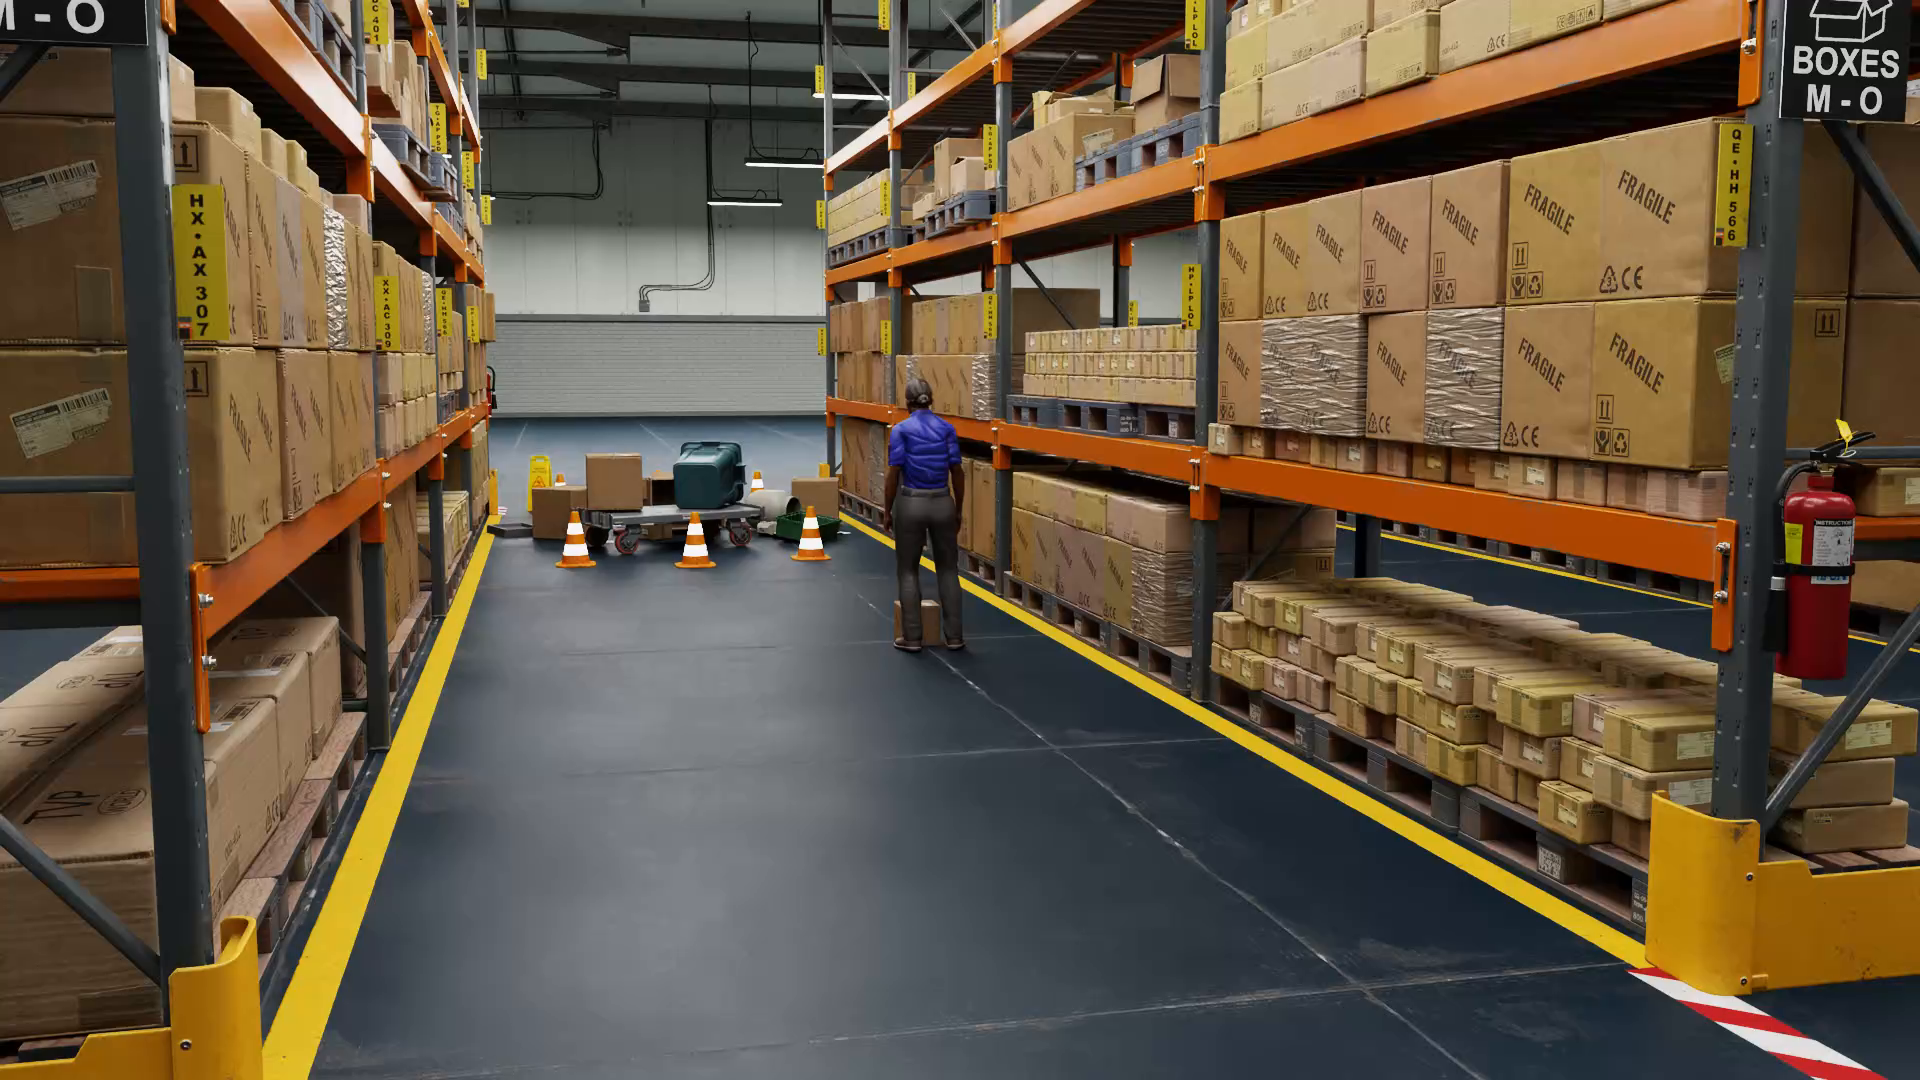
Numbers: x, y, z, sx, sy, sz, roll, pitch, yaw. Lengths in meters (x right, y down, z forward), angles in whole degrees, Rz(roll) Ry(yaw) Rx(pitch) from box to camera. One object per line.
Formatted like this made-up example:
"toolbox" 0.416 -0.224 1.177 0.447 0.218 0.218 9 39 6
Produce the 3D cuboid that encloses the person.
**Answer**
"person" -0.206 -0.154 10.114 0.527 1.655 0.348 -2 6 -16
